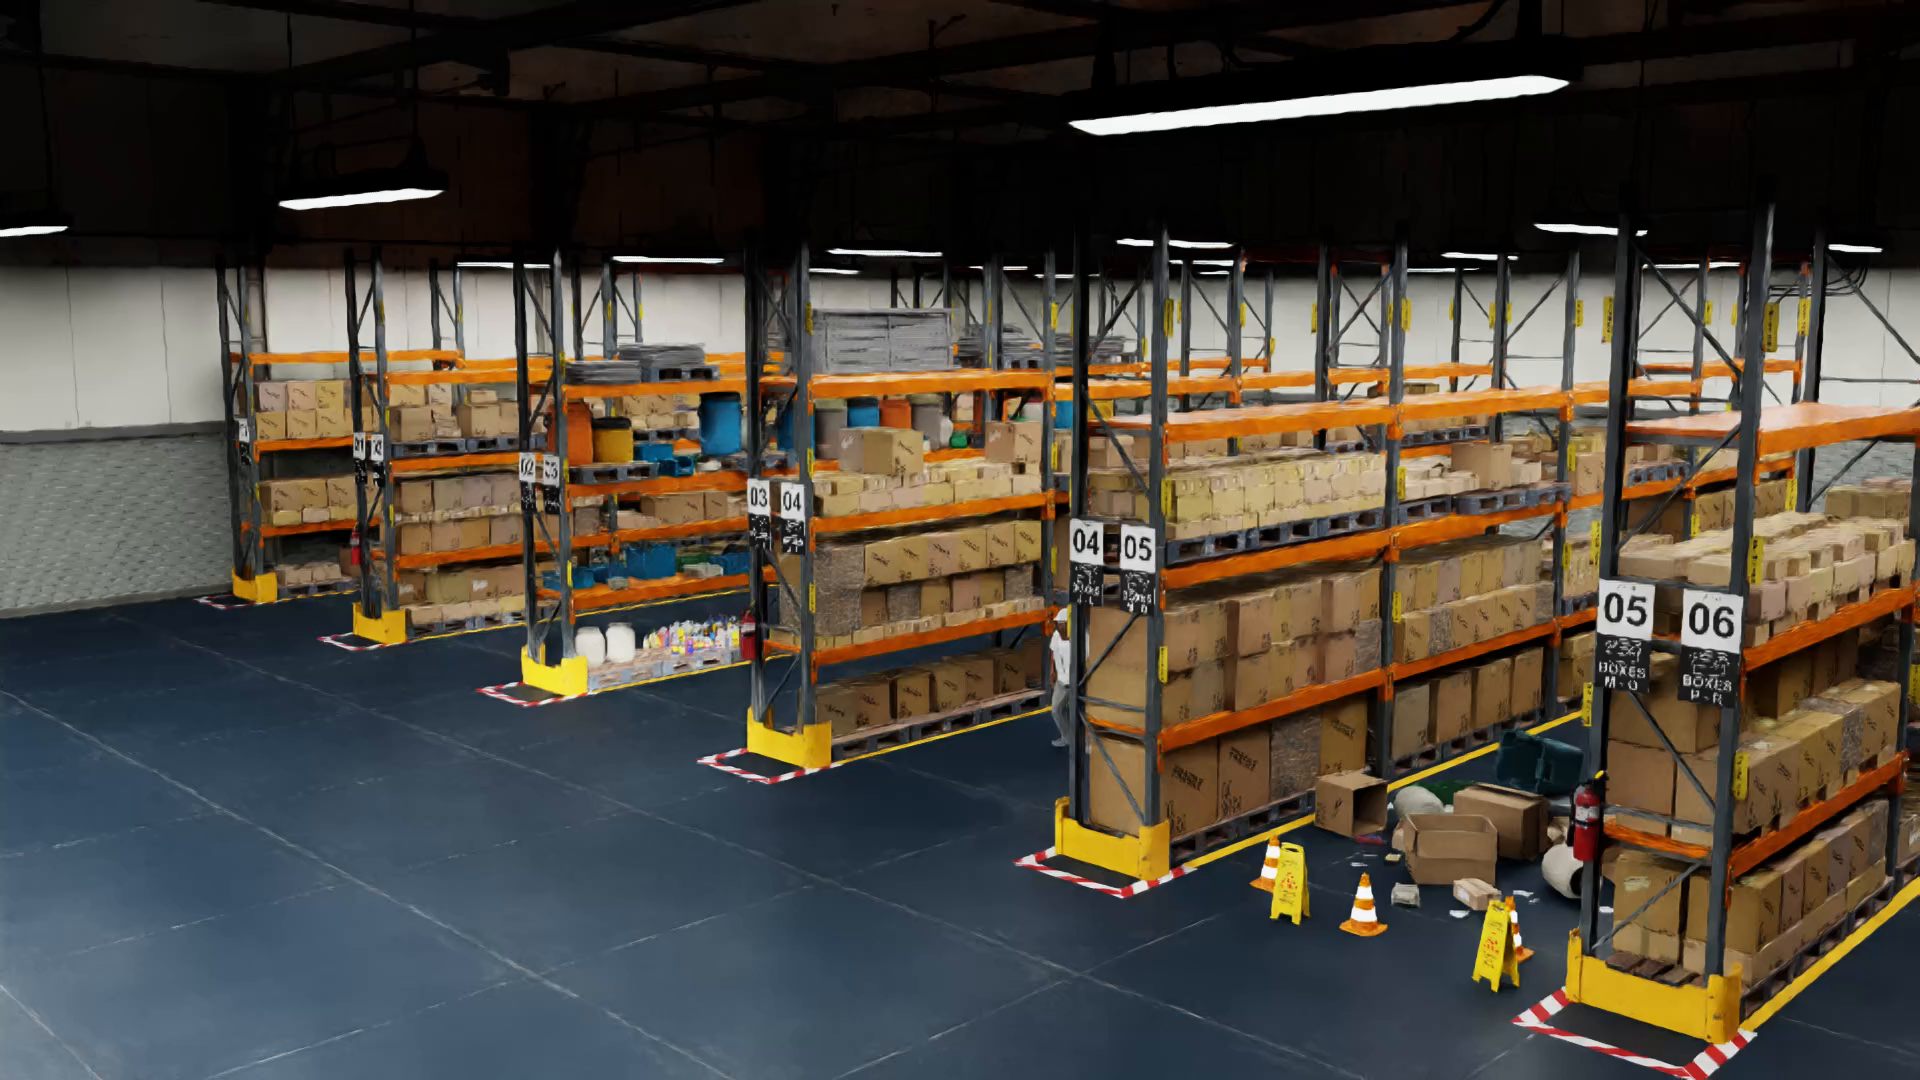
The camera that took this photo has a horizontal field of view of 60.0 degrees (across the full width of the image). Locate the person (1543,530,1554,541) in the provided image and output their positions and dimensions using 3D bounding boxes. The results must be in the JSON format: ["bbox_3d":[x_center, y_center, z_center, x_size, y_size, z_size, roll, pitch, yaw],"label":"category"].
[{"bbox_3d":[9.364,0.620,26.465,1.110,1.590,0.446,-8,11,-43],"label":"person"}]

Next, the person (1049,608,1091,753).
[{"bbox_3d":[1.283,1.616,19.205,0.719,1.714,0.578,8,11,44],"label":"person"}]

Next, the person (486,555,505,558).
[{"bbox_3d":[-8.142,0.209,29.199,0.553,1.673,1.030,8,11,43],"label":"person"}]
